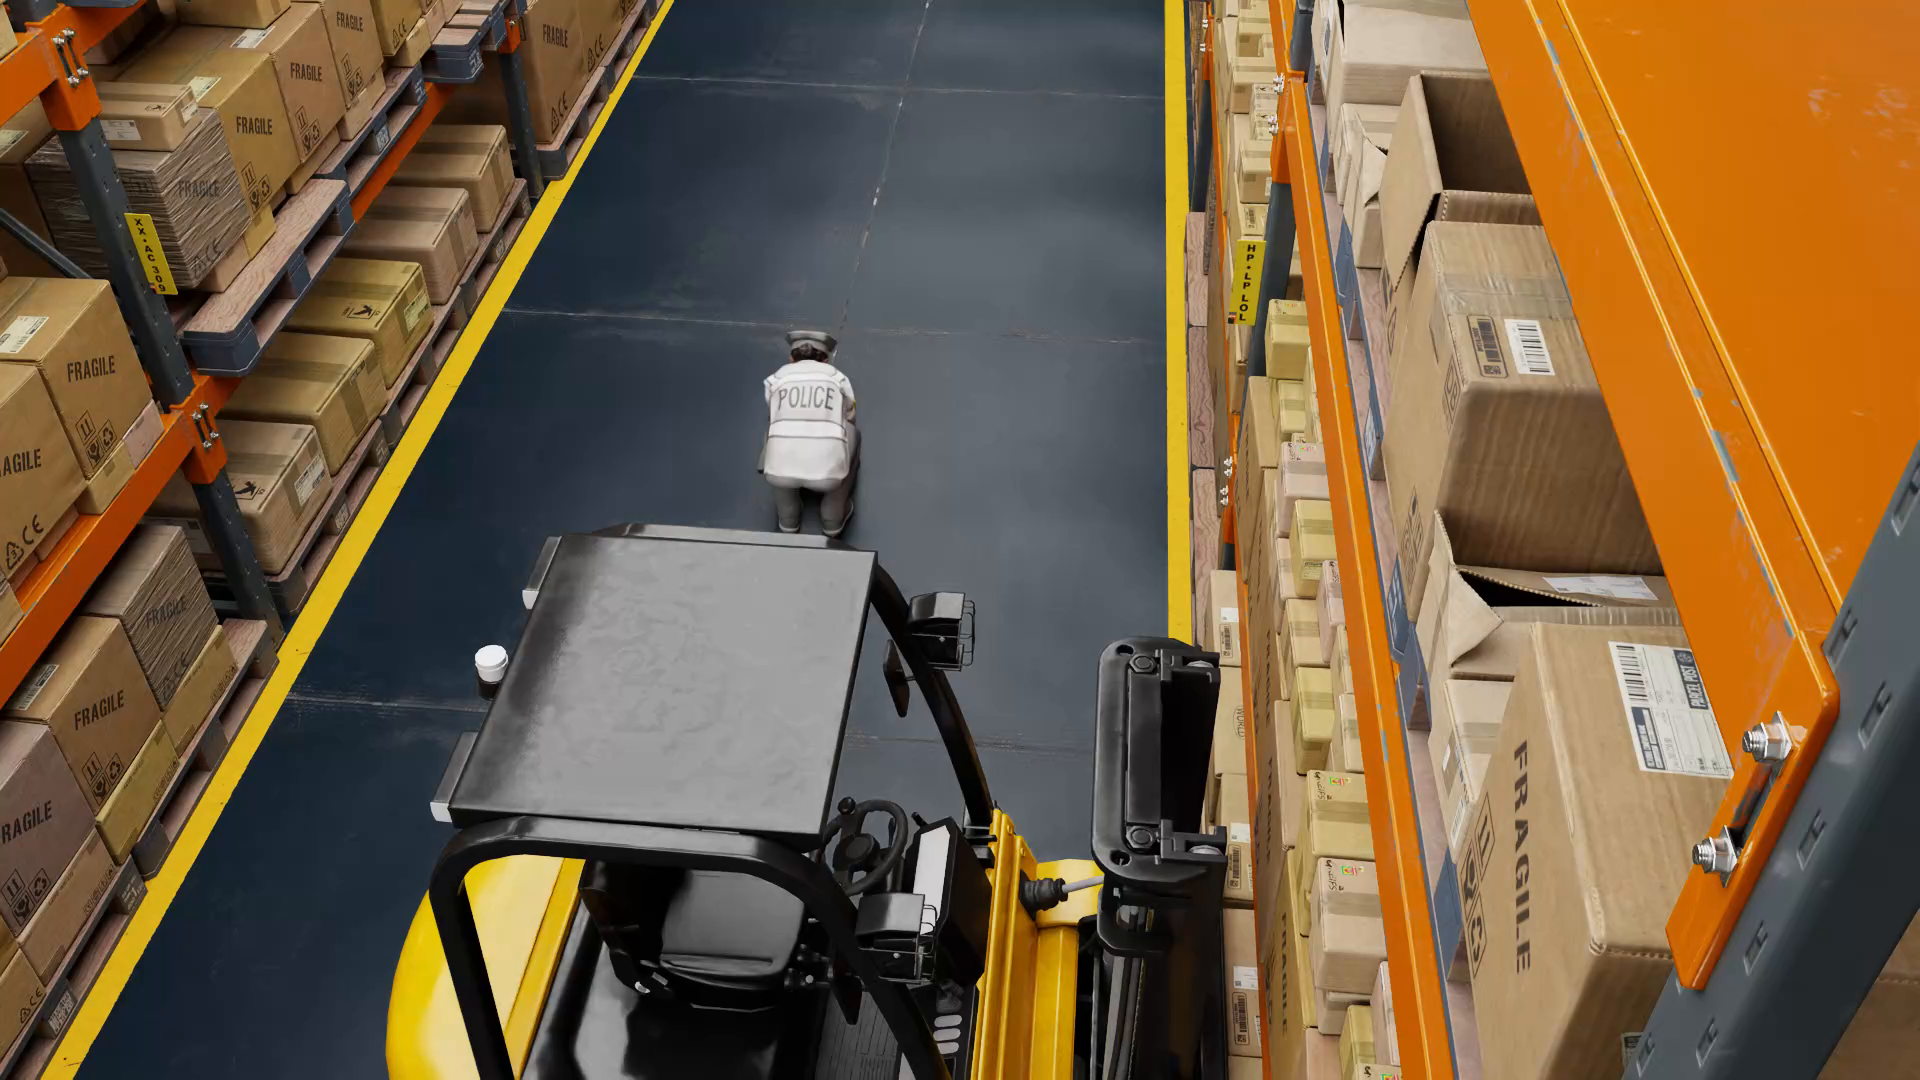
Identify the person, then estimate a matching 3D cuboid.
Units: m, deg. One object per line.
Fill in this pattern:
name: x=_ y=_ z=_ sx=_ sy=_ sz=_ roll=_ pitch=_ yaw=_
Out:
person: x=-0.684 y=-0.463 z=7.708 sx=0.438 sy=0.773 sz=0.924 roll=2 pitch=40 yaw=3
